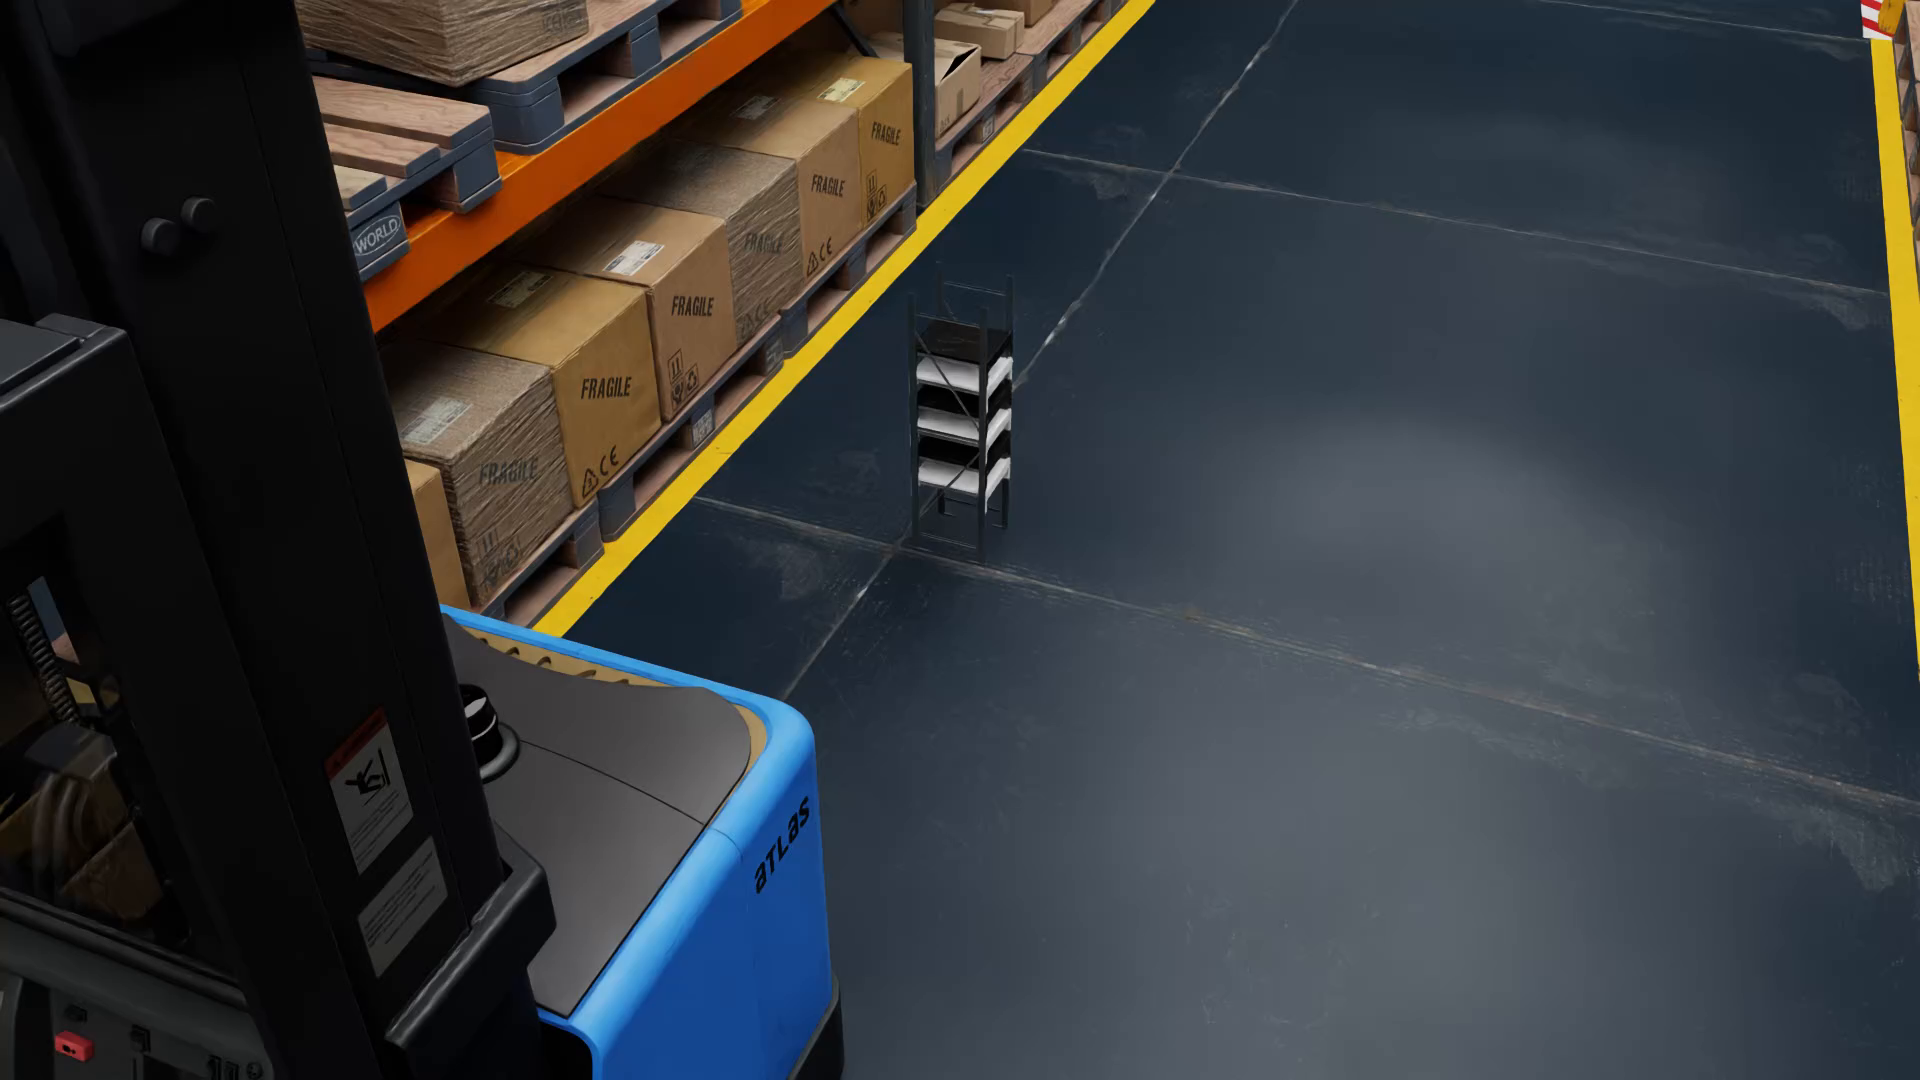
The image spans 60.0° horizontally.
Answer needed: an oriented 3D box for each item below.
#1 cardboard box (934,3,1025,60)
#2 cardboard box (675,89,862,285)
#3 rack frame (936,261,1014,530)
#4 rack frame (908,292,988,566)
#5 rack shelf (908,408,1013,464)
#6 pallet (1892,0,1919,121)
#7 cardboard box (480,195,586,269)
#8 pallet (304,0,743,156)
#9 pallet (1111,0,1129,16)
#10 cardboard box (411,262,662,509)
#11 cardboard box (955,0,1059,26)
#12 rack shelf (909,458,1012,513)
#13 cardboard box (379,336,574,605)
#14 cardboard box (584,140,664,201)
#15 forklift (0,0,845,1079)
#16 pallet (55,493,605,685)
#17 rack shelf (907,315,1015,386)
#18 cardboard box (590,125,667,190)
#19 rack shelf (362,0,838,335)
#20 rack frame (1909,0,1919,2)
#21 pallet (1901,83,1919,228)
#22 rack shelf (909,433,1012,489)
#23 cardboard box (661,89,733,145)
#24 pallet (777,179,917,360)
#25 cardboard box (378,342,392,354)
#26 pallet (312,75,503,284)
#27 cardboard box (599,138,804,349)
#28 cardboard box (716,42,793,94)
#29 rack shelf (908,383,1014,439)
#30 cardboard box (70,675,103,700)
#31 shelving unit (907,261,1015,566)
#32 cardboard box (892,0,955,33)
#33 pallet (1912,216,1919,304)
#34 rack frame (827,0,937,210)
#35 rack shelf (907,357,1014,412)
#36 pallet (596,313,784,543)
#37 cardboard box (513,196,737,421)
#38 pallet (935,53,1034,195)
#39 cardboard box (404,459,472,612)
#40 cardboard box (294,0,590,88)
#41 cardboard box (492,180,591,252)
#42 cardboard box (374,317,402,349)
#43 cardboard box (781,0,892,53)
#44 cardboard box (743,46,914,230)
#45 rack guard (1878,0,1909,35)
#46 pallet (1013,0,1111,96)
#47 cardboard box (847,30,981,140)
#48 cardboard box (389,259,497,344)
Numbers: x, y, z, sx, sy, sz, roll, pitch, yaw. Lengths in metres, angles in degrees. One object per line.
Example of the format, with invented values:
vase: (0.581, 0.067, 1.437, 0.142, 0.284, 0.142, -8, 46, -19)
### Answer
cardboard box: (0.091, -2.473, 8.052, 0.380, 0.166, 0.250, 14, 39, 18)
cardboard box: (-0.707, -1.332, 6.247, 0.500, 0.500, 0.500, 14, 39, 18)
rack frame: (0.042, -0.421, 5.062, 0.240, 0.900, 0.006, 14, 39, 18)
rack frame: (-0.036, -0.309, 4.911, 0.240, 0.900, 0.006, 14, 39, 18)
rack shelf: (0.003, -0.338, 5.007, 0.258, 0.077, 0.200, 14, 39, 18)
pallet: (5.163, -2.287, 8.133, 1.003, 0.211, 1.213, 14, 39, 18)
cardboard box: (-1.581, -0.877, 5.638, 0.500, 0.500, 0.500, 12, 39, 16)
pallet: (-1.375, -1.553, 4.983, 1.003, 0.211, 1.213, 14, 39, 18)
pallet: (0.602, -3.381, 9.597, 1.003, 0.211, 1.213, 14, 39, 18)
cardboard box: (-1.284, -0.482, 5.110, 0.500, 0.500, 0.500, 13, 39, 17)
cardboard box: (0.122, -2.985, 8.455, 0.797, 0.503, 0.637, 14, 39, 18)
rack shelf: (0.003, -0.194, 5.114, 0.258, 0.077, 0.200, 14, 39, 18)
cardboard box: (-1.479, -0.205, 4.740, 0.500, 0.500, 0.500, 12, 39, 16)
cardboard box: (-1.388, -1.157, 6.013, 0.500, 0.500, 0.500, 14, 39, 18)
forklift: (-1.275, 0.704, 1.860, 1.130, 2.935, 3.031, 14, 39, 18)
pallet: (-1.791, 0.160, 4.860, 1.003, 0.211, 1.213, 14, 39, 18)
rack shelf: (0.003, -0.555, 4.845, 0.258, 0.077, 0.200, 14, 39, 18)
cardboard box: (-1.378, -1.476, 5.814, 0.500, 0.250, 0.500, 14, 39, 18)
rack shelf: (-1.350, -1.372, 5.180, 1.077, 0.370, 4.000, 14, 39, 18)
rack frame: (5.513, -3.851, 7.897, 1.000, 3.000, 0.127, 14, 39, 18)
pallet: (4.697, -1.613, 7.232, 1.003, 0.211, 1.213, 14, 39, 18)
rack shelf: (0.003, -0.266, 5.060, 0.258, 0.077, 0.200, 14, 39, 18)
cardboard box: (-1.191, -1.432, 6.381, 0.500, 0.500, 0.500, 14, 39, 18)
pallet: (-0.863, -1.191, 6.667, 1.003, 0.211, 1.213, 14, 39, 18)
cardboard box: (-1.972, -0.299, 4.864, 0.500, 0.500, 0.500, 15, 39, 20)
pallet: (-1.918, -0.867, 4.064, 1.213, 0.211, 1.003, 14, 39, 18)
cardboard box: (-0.898, -1.054, 5.875, 0.500, 0.500, 0.500, 14, 39, 18)
cardboard box: (-0.998, -1.730, 6.779, 0.500, 0.500, 0.500, 12, 38, 16)
rack shelf: (0.003, -0.410, 4.953, 0.258, 0.077, 0.200, 14, 39, 18)
cardboard box: (-2.082, 0.502, 3.550, 0.500, 0.311, 0.500, 15, 39, 19)
shelving unit: (0.003, -0.365, 4.987, 0.258, 0.900, 0.210, 14, 39, 18)
cardboard box: (-0.349, -2.662, 8.184, 0.500, 0.311, 0.500, 14, 39, 18)
pallet: (4.235, -0.936, 6.325, 1.003, 0.211, 1.213, 14, 39, 18)
rack frame: (-0.589, -2.767, 6.446, 1.000, 3.000, 0.127, 14, 39, 18)
rack shelf: (0.003, -0.482, 4.899, 0.258, 0.077, 0.200, 14, 39, 18)
pallet: (-1.326, -0.513, 5.760, 1.003, 0.211, 1.213, 14, 39, 18)
cardboard box: (-1.090, -0.772, 5.498, 0.500, 0.500, 0.500, 13, 39, 16)
pallet: (-0.326, -2.030, 7.790, 1.003, 0.211, 1.213, 14, 39, 18)
cardboard box: (-1.673, 0.086, 4.350, 0.500, 0.500, 0.500, 15, 39, 20)
cardboard box: (-1.451, -1.598, 4.448, 0.700, 0.500, 0.500, 21, 42, 26)
cardboard box: (-1.569, -1.199, 5.442, 0.500, 0.250, 0.500, 13, 39, 17)
cardboard box: (-1.954, -0.631, 4.683, 0.500, 0.250, 0.500, 15, 39, 19)
cardboard box: (-0.634, -2.322, 7.572, 0.500, 0.500, 0.500, 14, 39, 18)
cardboard box: (-0.511, -1.603, 6.610, 0.500, 0.500, 0.500, 14, 39, 17)
rack guard: (5.510, -2.866, 8.667, 1.175, 0.500, 0.348, 14, 39, 18)
pallet: (0.136, -2.708, 8.697, 1.003, 0.211, 1.213, 14, 39, 18)
cardboard box: (-0.229, -2.049, 7.365, 0.500, 0.311, 0.500, 14, 39, 18)
cardboard box: (-1.775, -0.585, 5.248, 0.500, 0.500, 0.500, 12, 39, 16)
